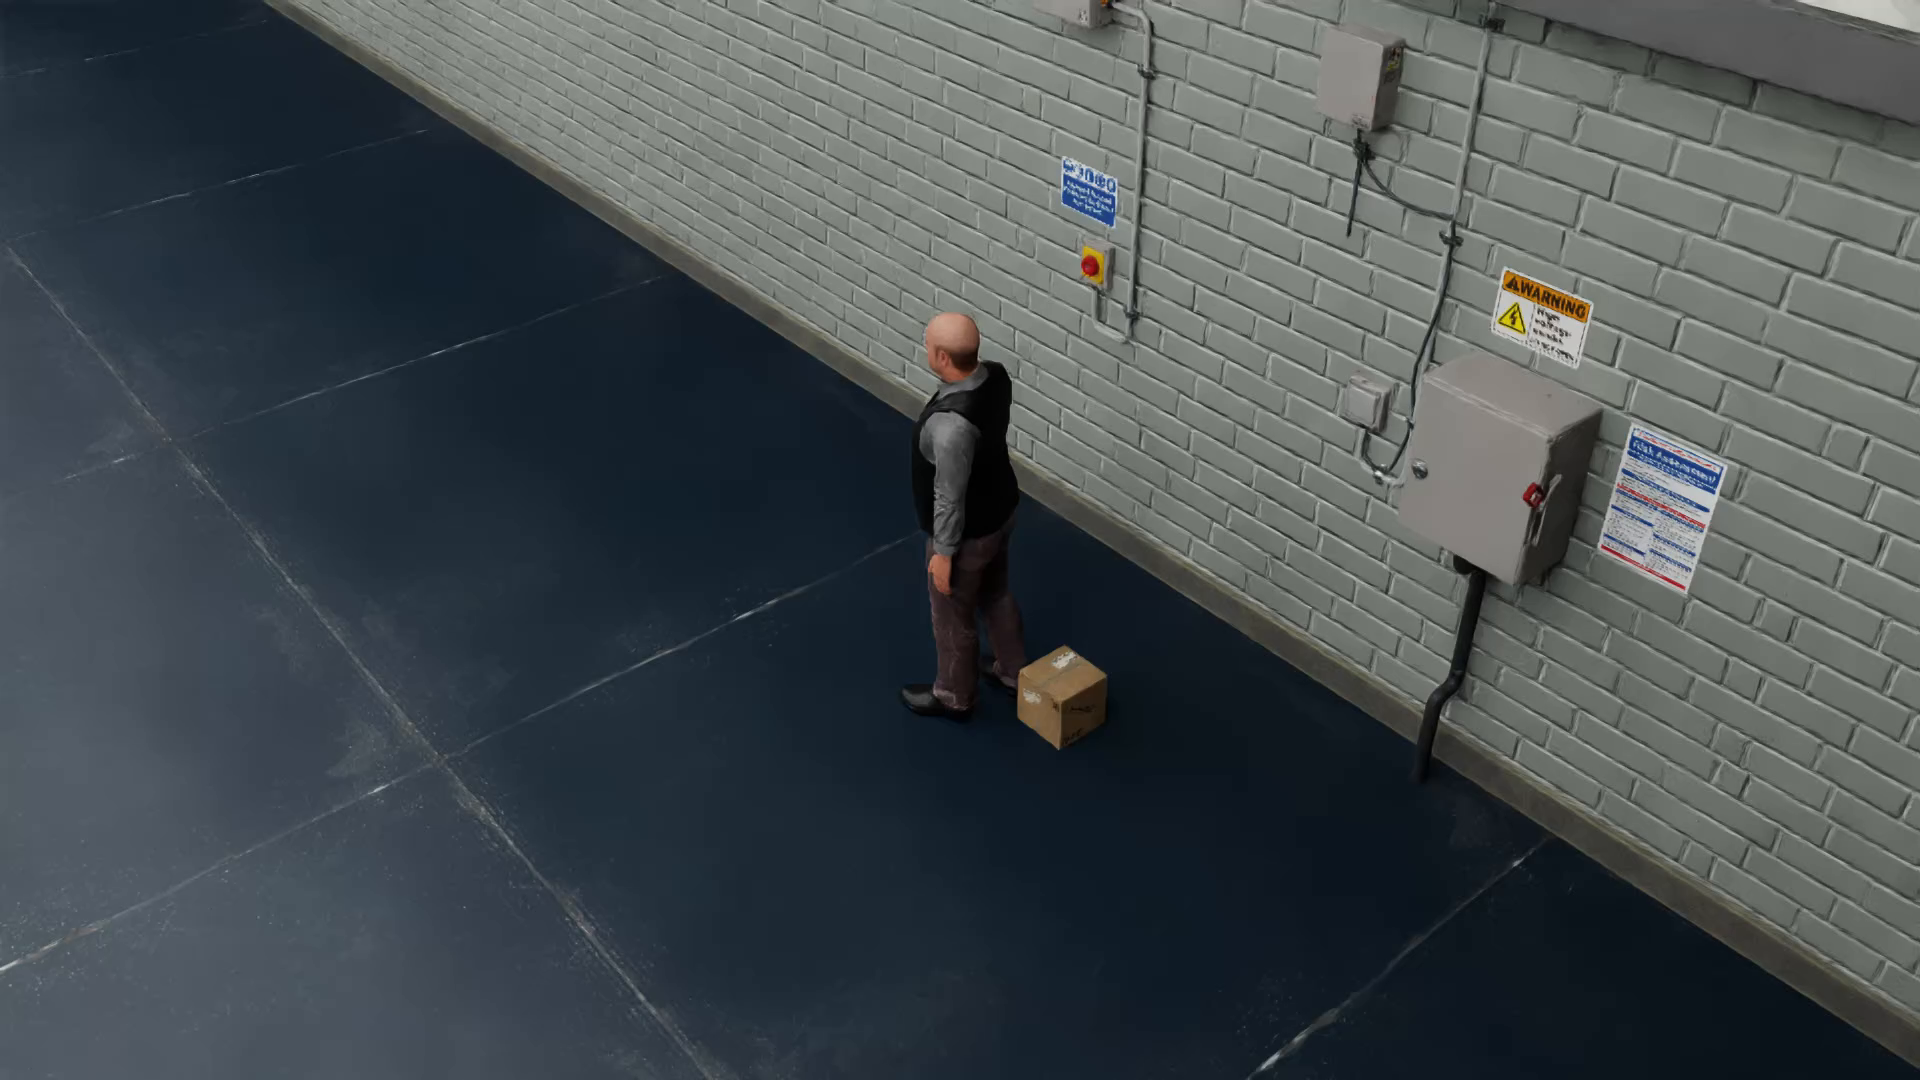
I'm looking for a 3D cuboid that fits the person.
[{"bbox_3d":[0.038,-0.066,6.258,0.500,1.731,0.602,13,38,18],"label":"person"}]
